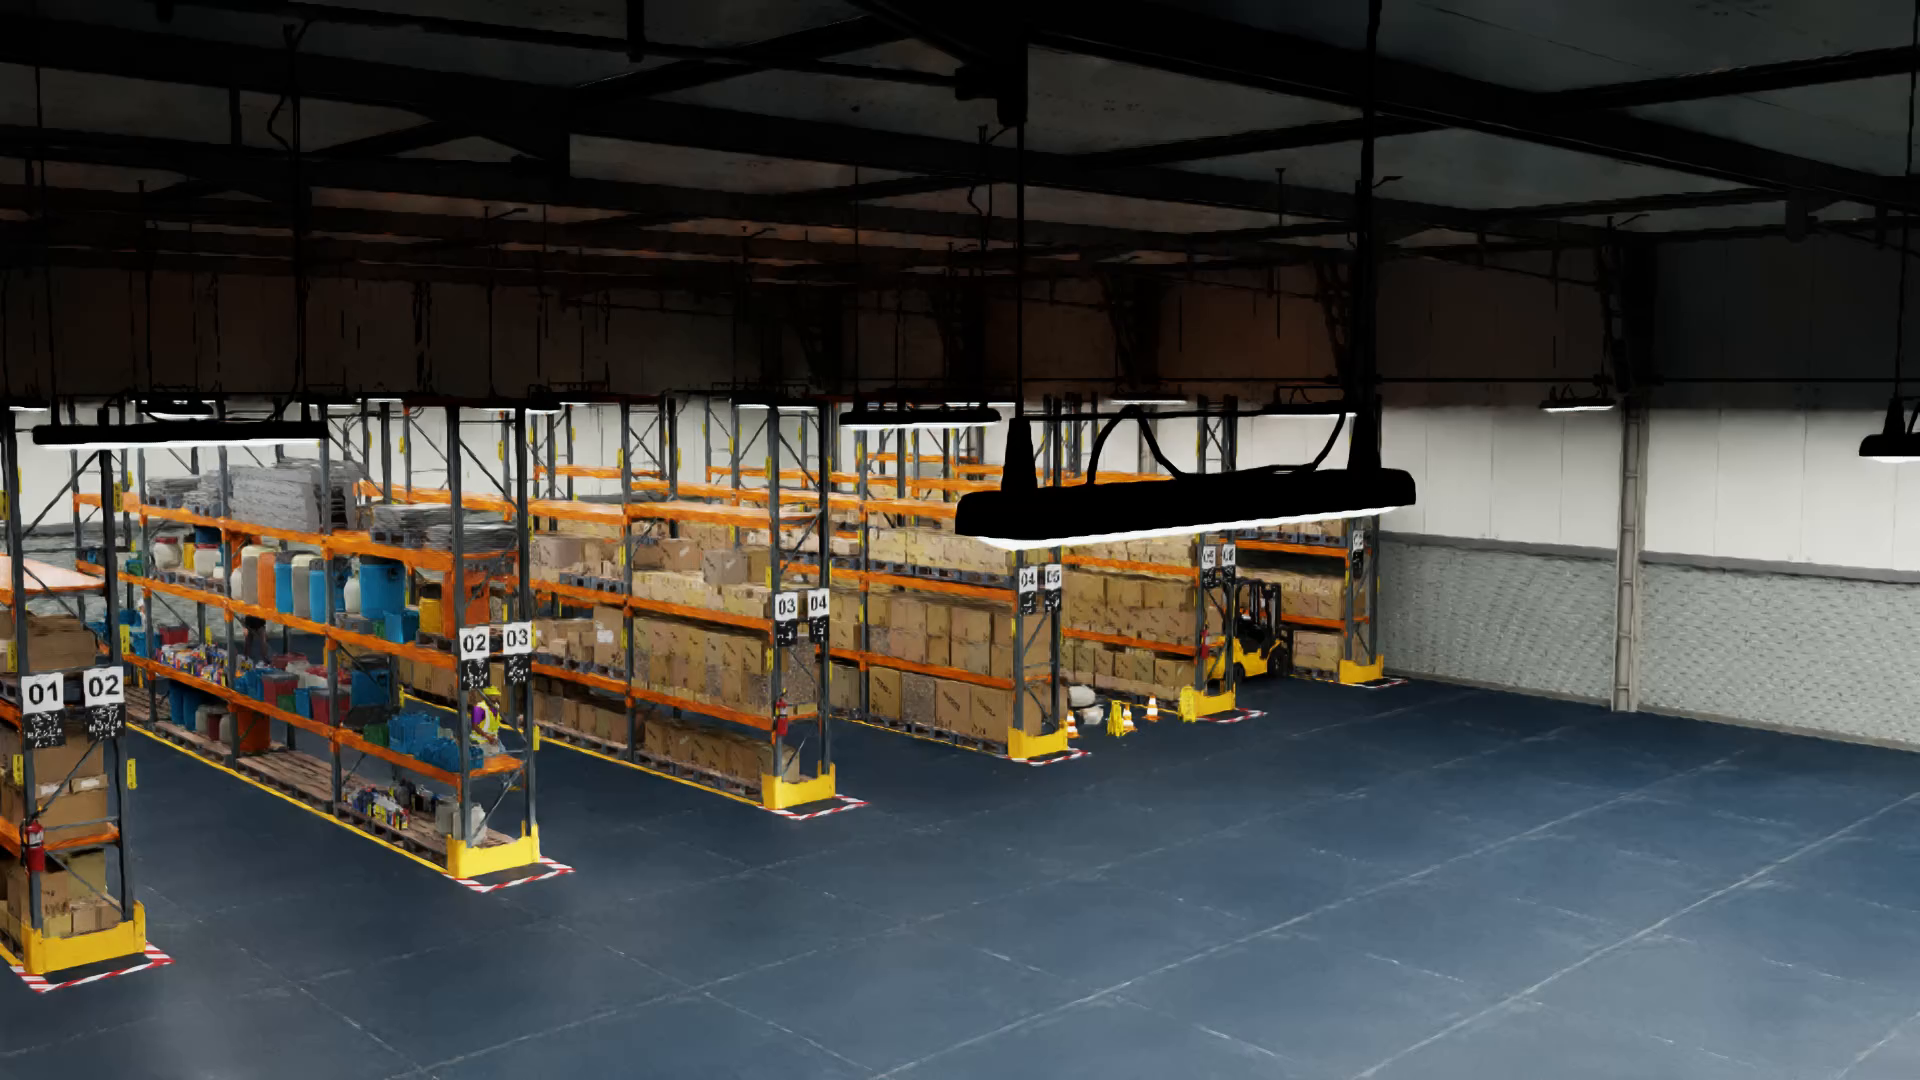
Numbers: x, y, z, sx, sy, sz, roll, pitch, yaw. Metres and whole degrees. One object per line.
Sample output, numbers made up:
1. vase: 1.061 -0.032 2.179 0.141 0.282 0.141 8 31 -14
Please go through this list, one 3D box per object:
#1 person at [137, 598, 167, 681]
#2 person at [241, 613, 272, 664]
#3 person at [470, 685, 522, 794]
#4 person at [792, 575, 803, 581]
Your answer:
1. person: -16.925 2.091 34.580 0.566 1.776 0.718 -1 6 -9
2. person: -15.701 1.926 36.998 0.543 1.648 1.115 -5 7 -40
3. person: -7.222 3.029 25.330 0.823 1.696 0.714 3 6 29
4. person: -3.765 1.692 38.651 0.557 1.784 0.638 -3 6 -25
